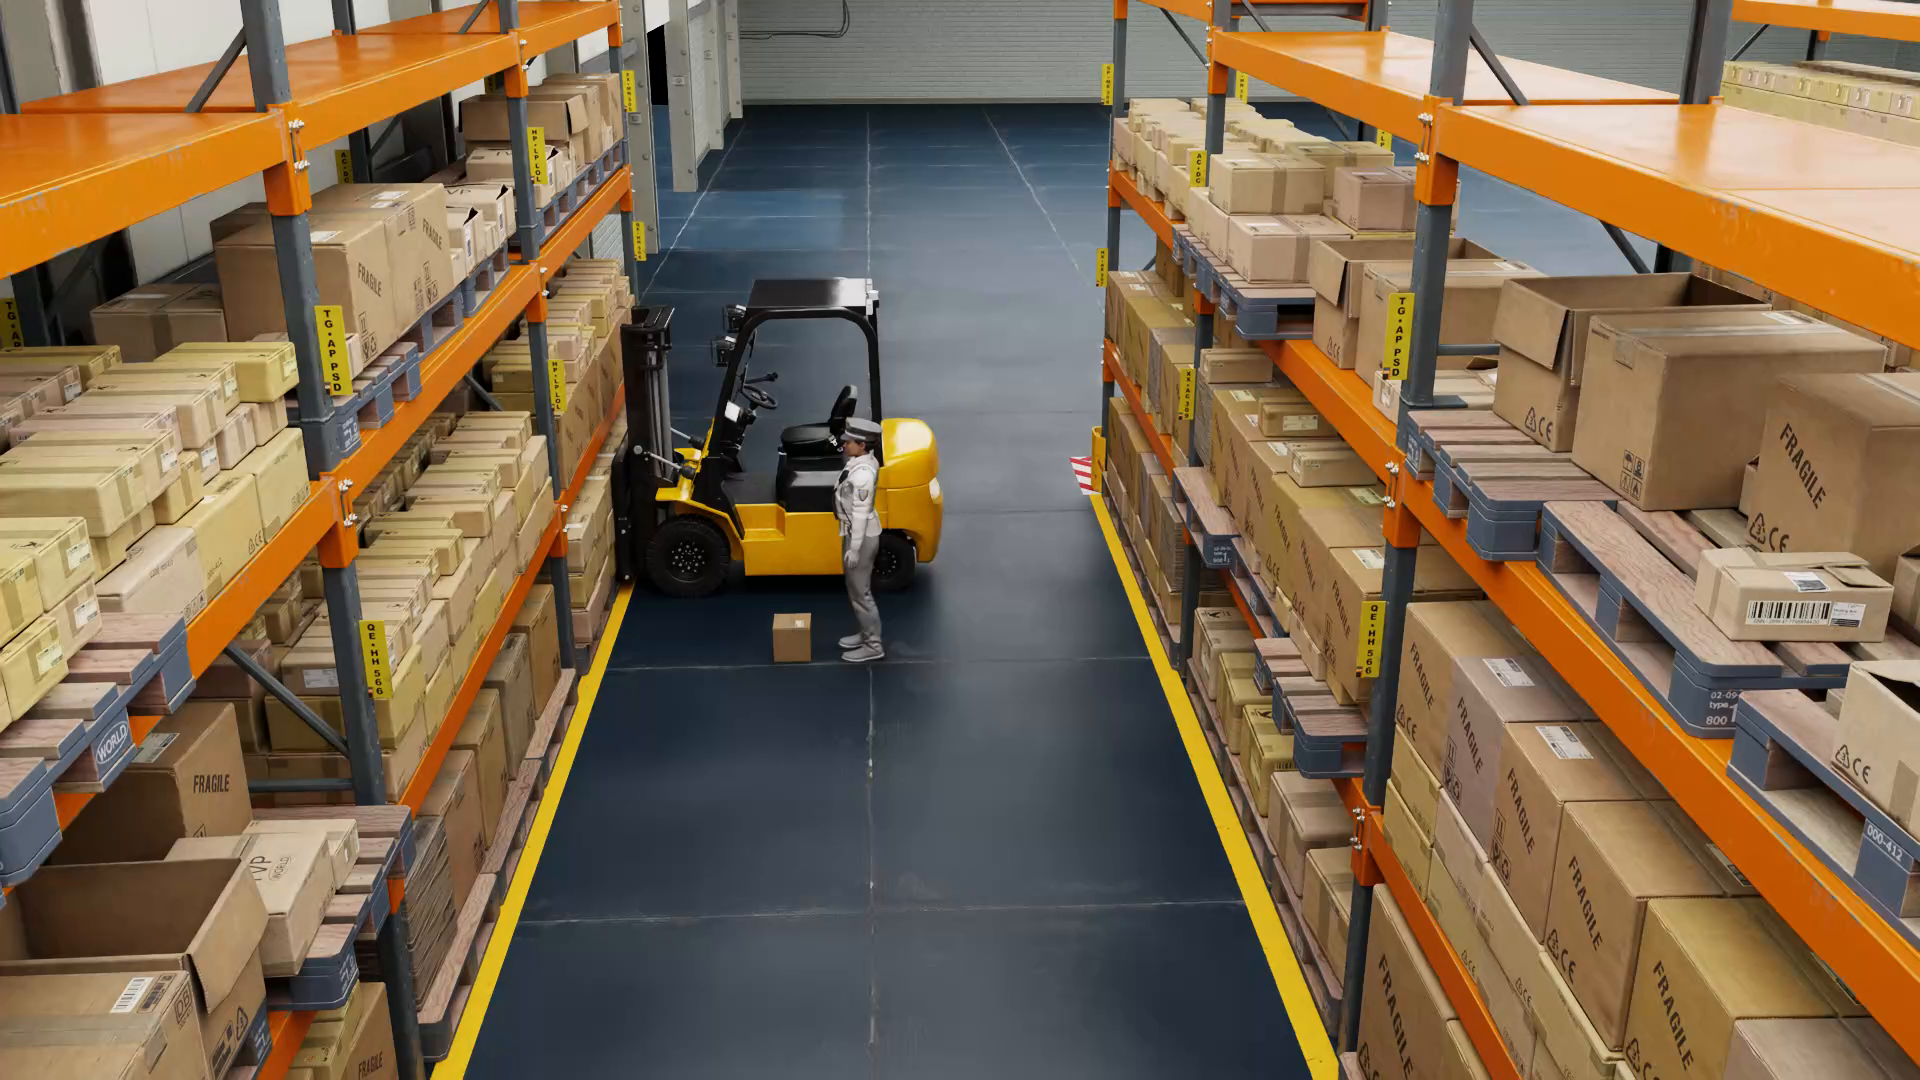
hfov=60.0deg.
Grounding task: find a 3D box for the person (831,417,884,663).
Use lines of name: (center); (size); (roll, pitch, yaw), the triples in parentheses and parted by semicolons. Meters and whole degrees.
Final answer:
person: (-0.676, -0.006, 11.079); (0.341, 1.679, 0.465); (-1, 21, -2)
